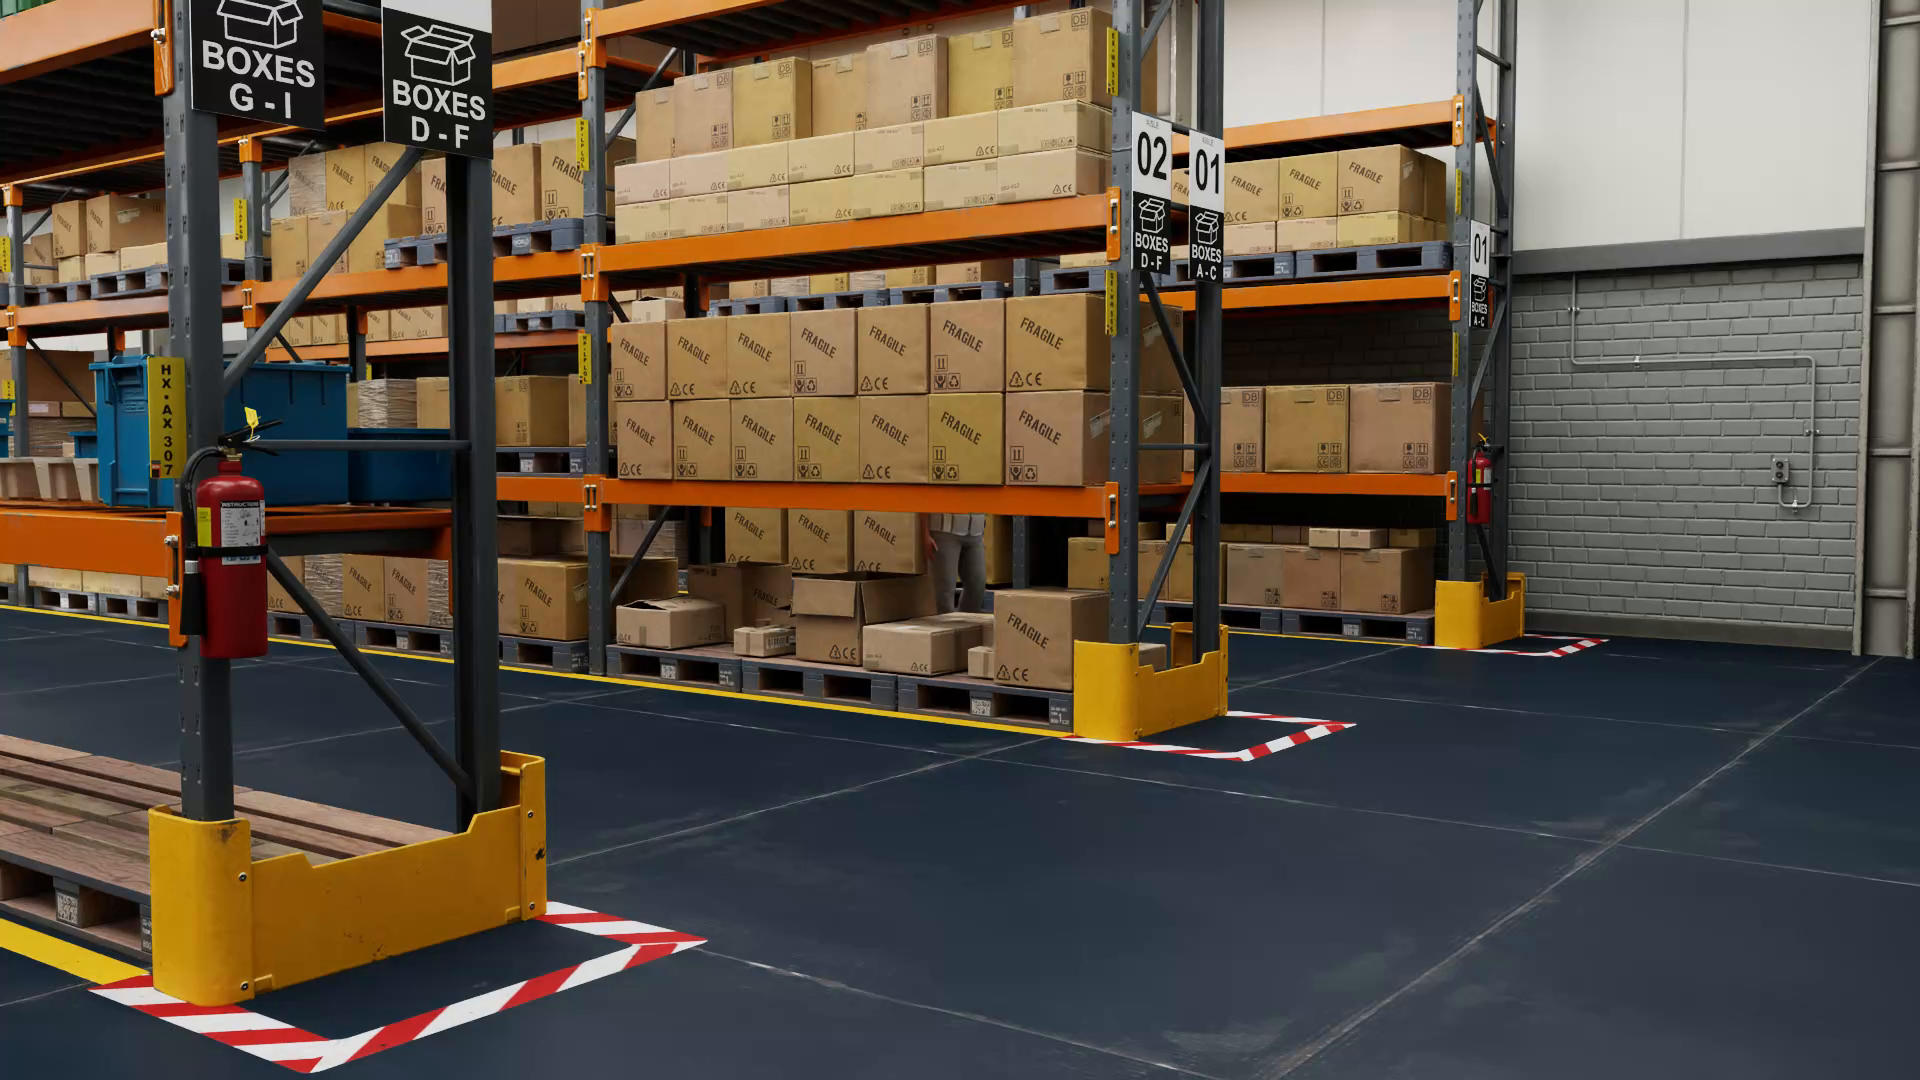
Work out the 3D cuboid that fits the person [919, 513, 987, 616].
[{"bbox_3d":[-0.025,-0.025,11.673,0.547,1.777,0.522,-2,4,-36],"label":"person"}]
